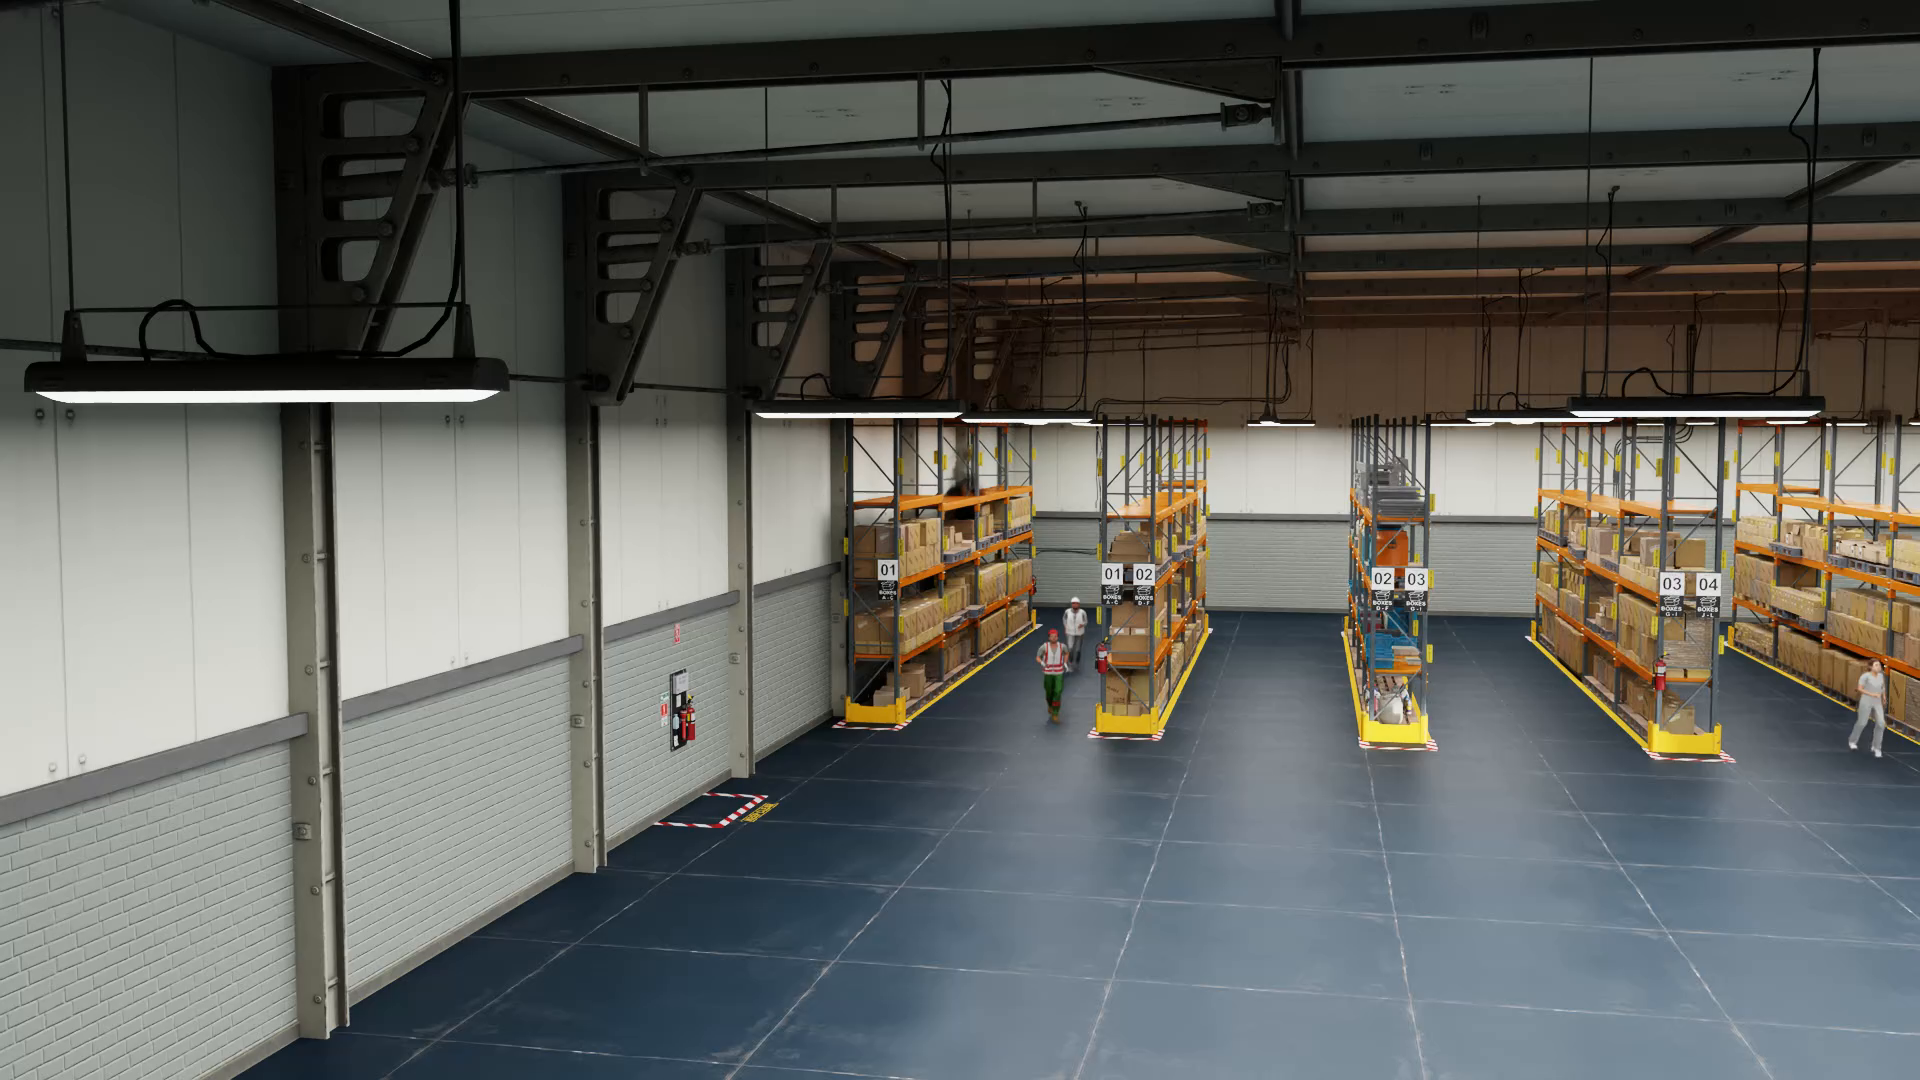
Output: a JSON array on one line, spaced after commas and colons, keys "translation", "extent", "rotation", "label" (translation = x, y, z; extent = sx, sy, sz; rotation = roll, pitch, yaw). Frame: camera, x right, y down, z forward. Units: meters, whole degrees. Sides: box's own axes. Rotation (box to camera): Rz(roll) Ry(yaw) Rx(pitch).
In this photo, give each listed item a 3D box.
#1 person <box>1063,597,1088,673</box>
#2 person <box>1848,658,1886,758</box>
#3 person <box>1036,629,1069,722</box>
[{"translation": [2.724, 2.241, 39.323], "extent": [0.573, 1.810, 0.864], "rotation": [0, 4, 1], "label": "person"}, {"translation": [16.077, 2.941, 29.338], "extent": [0.594, 1.726, 0.729], "rotation": [0, 4, -3], "label": "person"}, {"translation": [1.820, 2.633, 32.691], "extent": [0.648, 1.778, 1.008], "rotation": [0, 4, 2], "label": "person"}]
